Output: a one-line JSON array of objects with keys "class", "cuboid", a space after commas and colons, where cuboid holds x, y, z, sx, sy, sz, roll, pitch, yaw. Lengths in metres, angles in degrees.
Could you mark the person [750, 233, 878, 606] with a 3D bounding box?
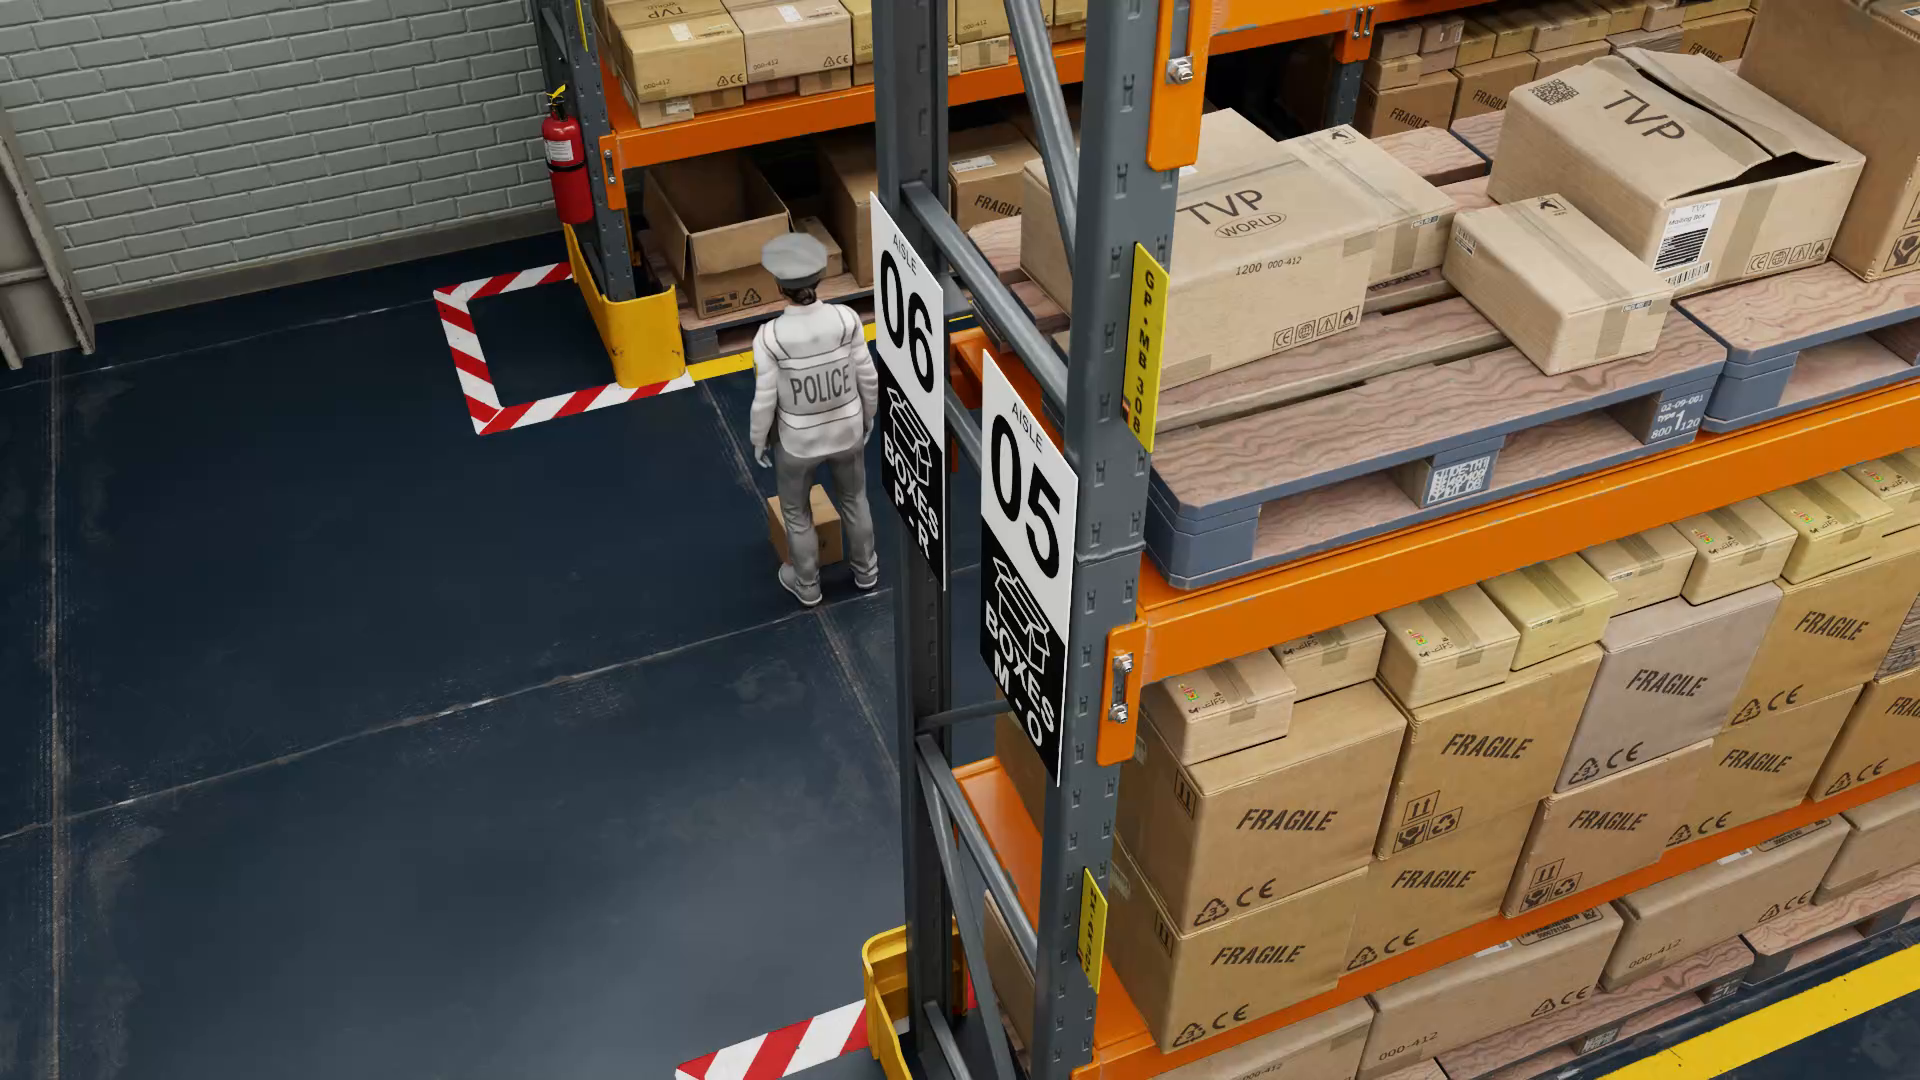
[{"class": "person", "cuboid": [-0.575, -0.427, 6.630, 0.528, 1.664, 0.372, -15, 44, -16]}]
